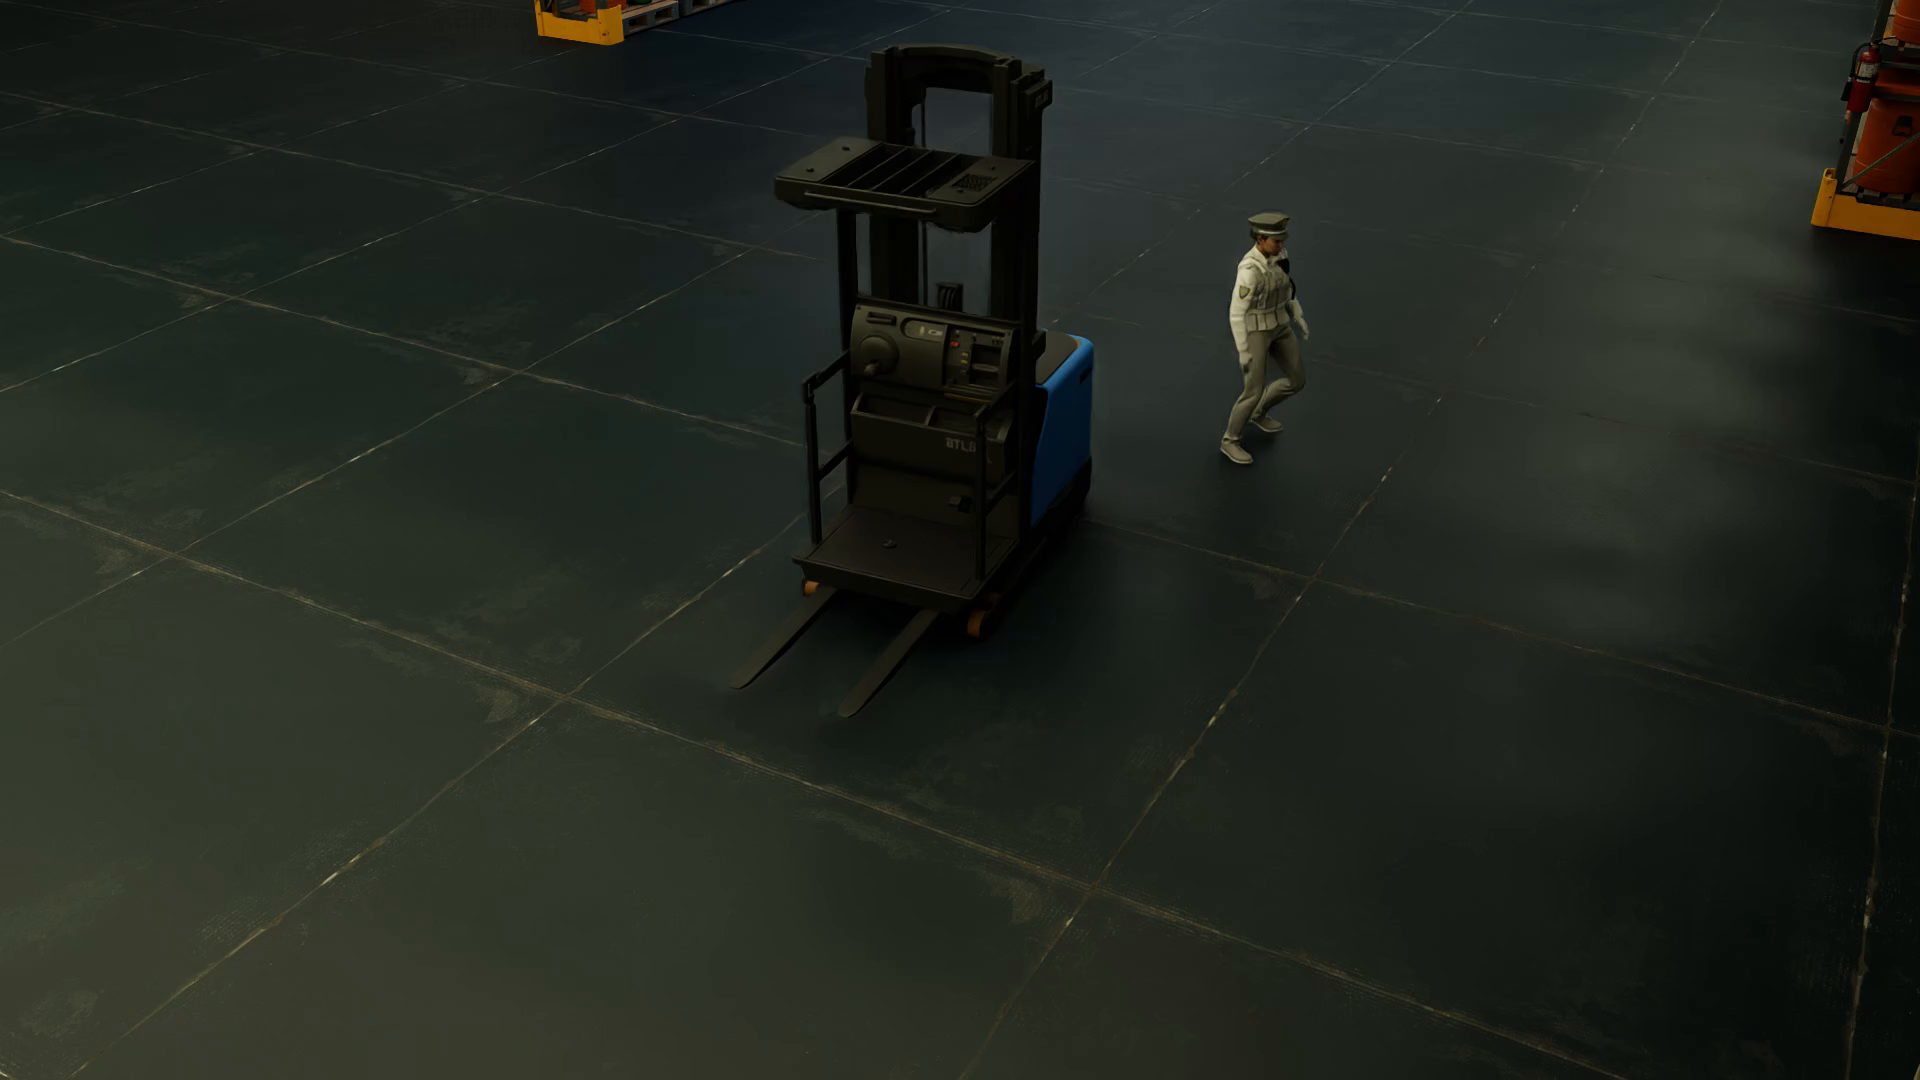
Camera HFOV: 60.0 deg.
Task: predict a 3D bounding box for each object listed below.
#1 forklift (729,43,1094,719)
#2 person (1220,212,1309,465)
[{"bbox_3d":[-0.241,-0.973,8.756,1.130,2.935,3.031,12,32,20],"label":"forklift"},{"bbox_3d":[1.954,-1.333,10.715,0.664,1.587,0.429,-23,37,-34],"label":"person"}]
